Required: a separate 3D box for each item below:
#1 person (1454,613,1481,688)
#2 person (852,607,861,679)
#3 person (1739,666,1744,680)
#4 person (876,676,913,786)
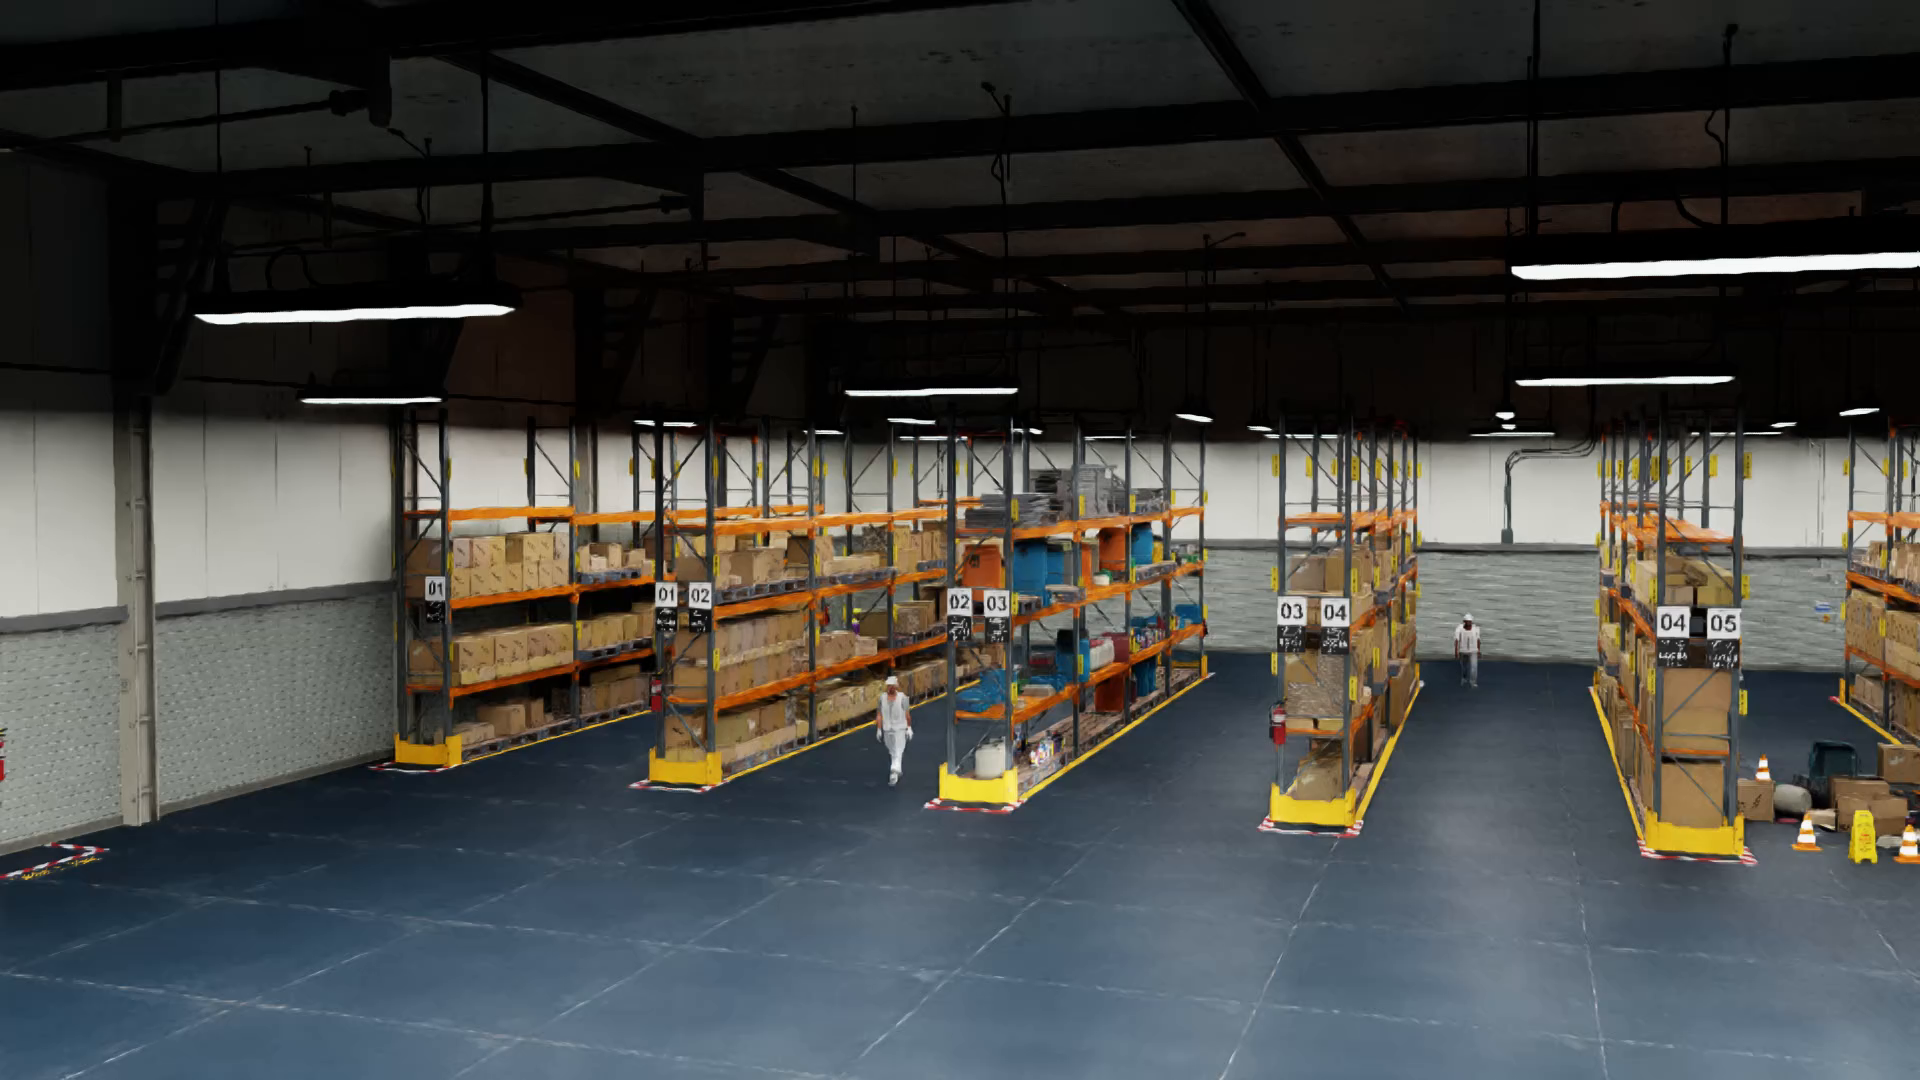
[{"bbox_3d":[11.597,2.511,38.001,0.583,1.686,1.111,1,3,17],"label":"person"},{"bbox_3d":[-2.343,2.446,38.614,0.453,1.768,0.632,0,2,-10],"label":"person"},{"bbox_3d":[18.153,2.503,39.084,0.554,1.657,0.511,-2,3,-35],"label":"person"},{"bbox_3d":[-1.070,2.999,26.388,0.557,1.708,1.125,1,3,17],"label":"person"}]
